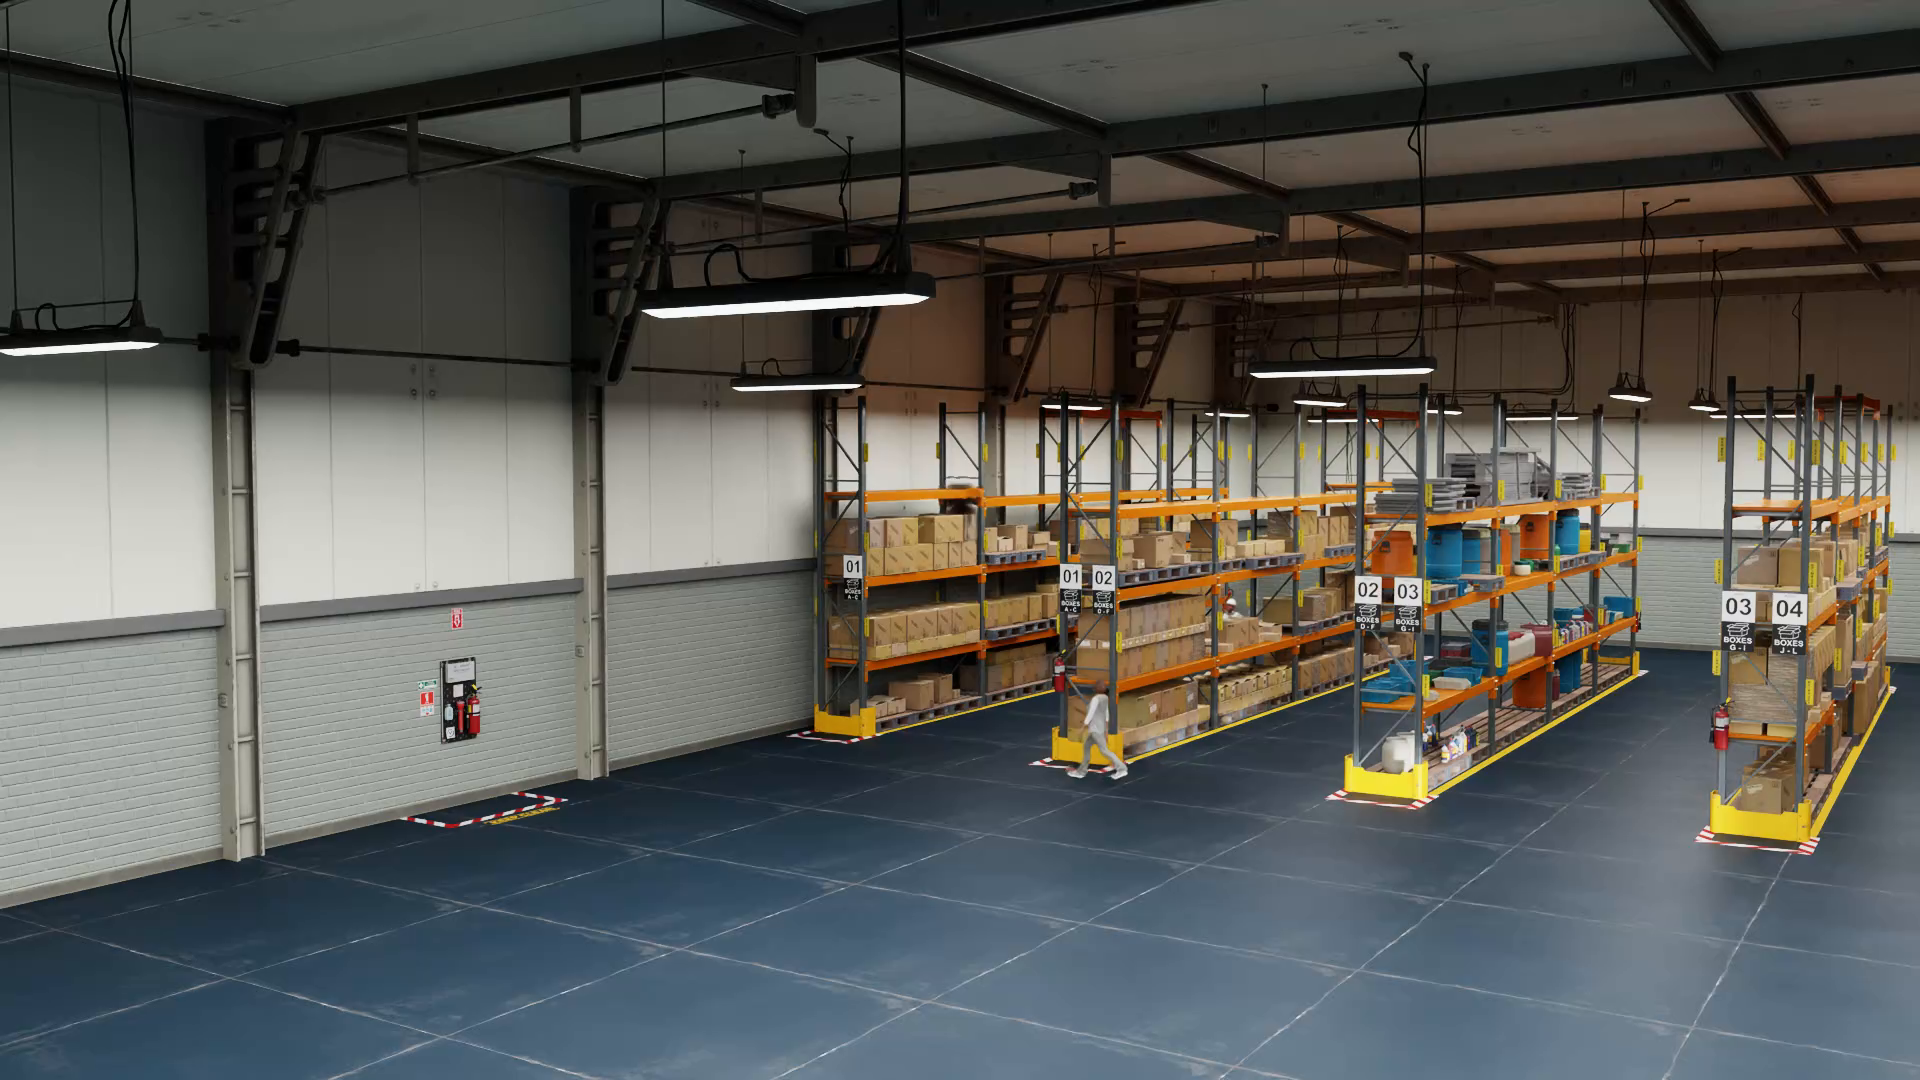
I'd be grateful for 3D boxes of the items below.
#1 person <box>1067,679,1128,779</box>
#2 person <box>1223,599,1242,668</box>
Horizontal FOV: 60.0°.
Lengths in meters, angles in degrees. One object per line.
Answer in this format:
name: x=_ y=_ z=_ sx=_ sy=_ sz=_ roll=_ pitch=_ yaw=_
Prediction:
person: x=2.089 y=2.889 z=25.327 sx=0.961 sy=1.548 sz=0.379 roll=1 pitch=3 yaw=13
person: x=6.039 y=2.183 z=37.245 sx=0.603 sy=1.727 sz=1.043 roll=2 pitch=4 yaw=33
